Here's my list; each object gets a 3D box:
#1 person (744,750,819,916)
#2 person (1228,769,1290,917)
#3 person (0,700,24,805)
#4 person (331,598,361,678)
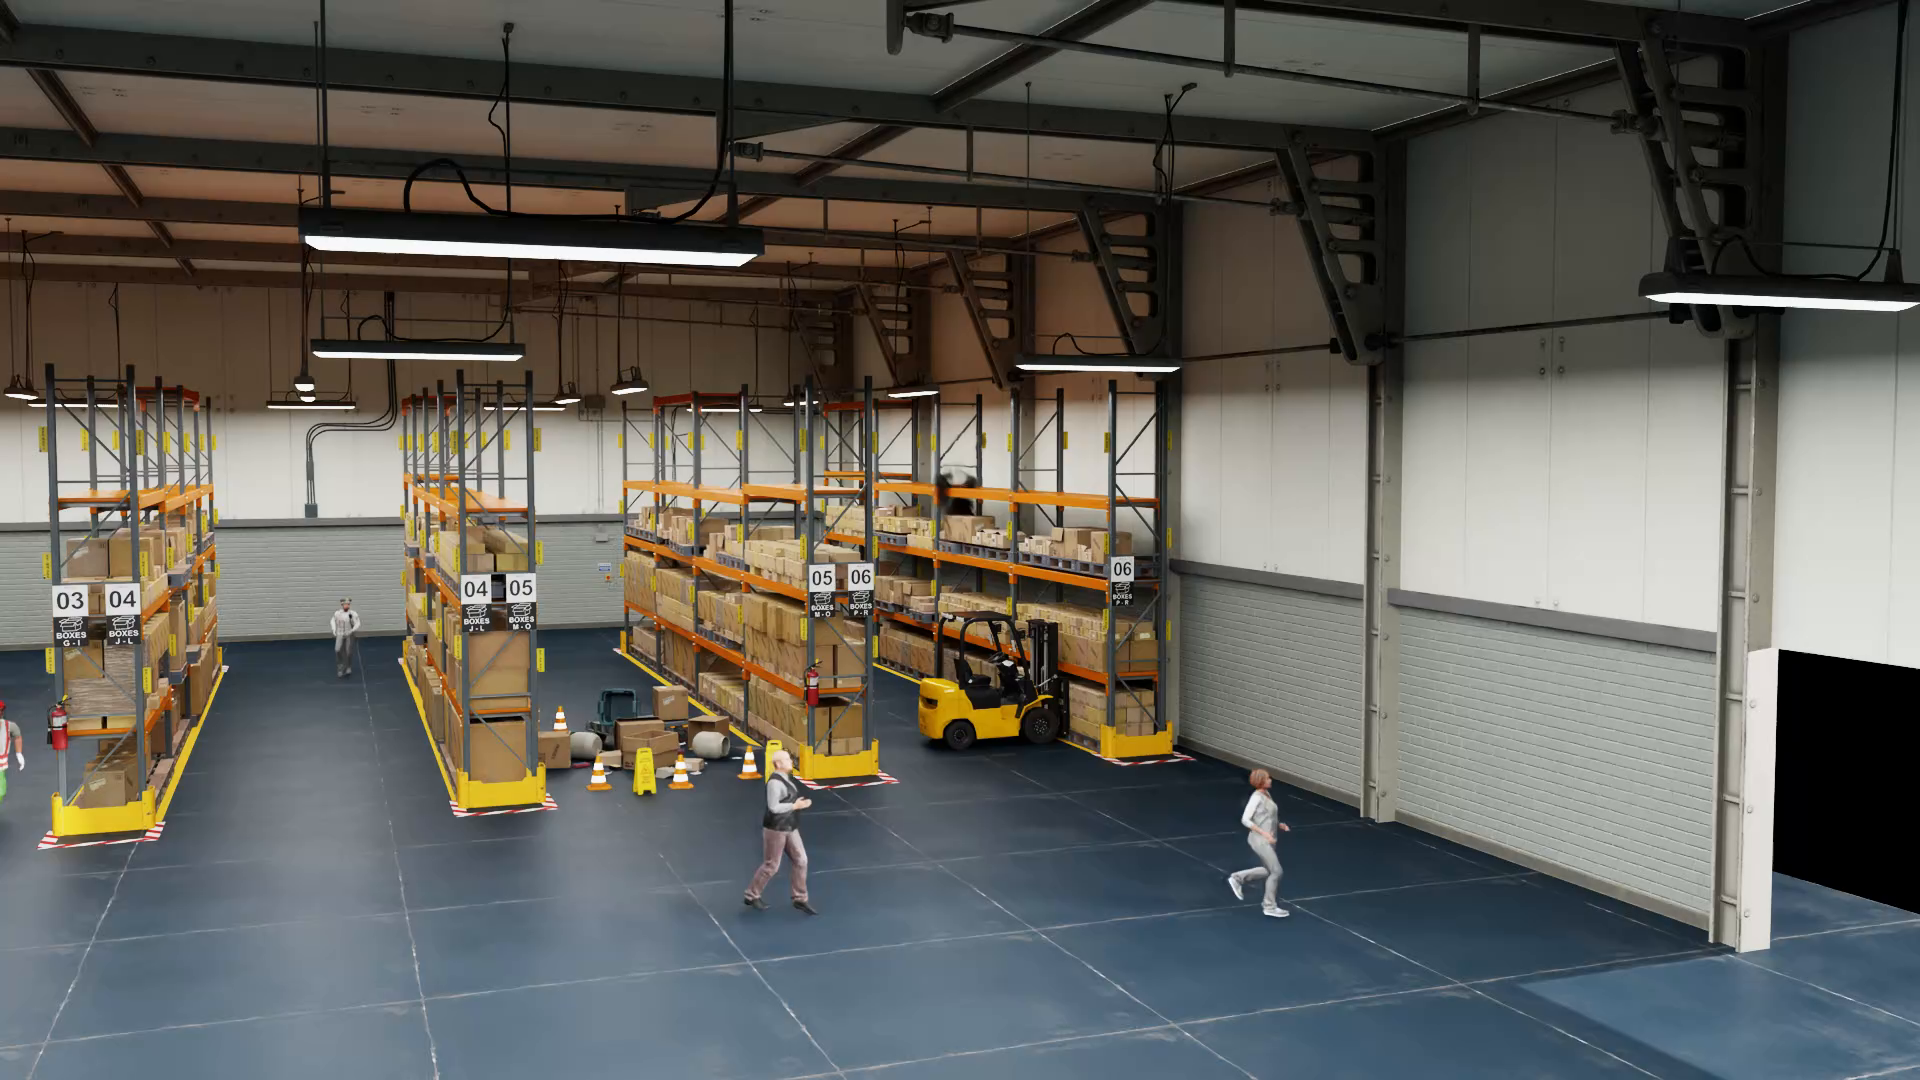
[{"bbox_3d":[-1.892,3.096,17.589,0.801,1.753,0.654,1,3,14],"label":"person"},{"bbox_3d":[3.158,3.193,17.610,0.680,1.553,0.542,2,4,24],"label":"person"},{"bbox_3d":[-12.111,2.883,20.829,0.723,1.800,0.898,-3,4,-40],"label":"person"},{"bbox_3d":[-13.192,2.087,35.709,0.624,1.713,0.654,-1,3,-12],"label":"person"}]
